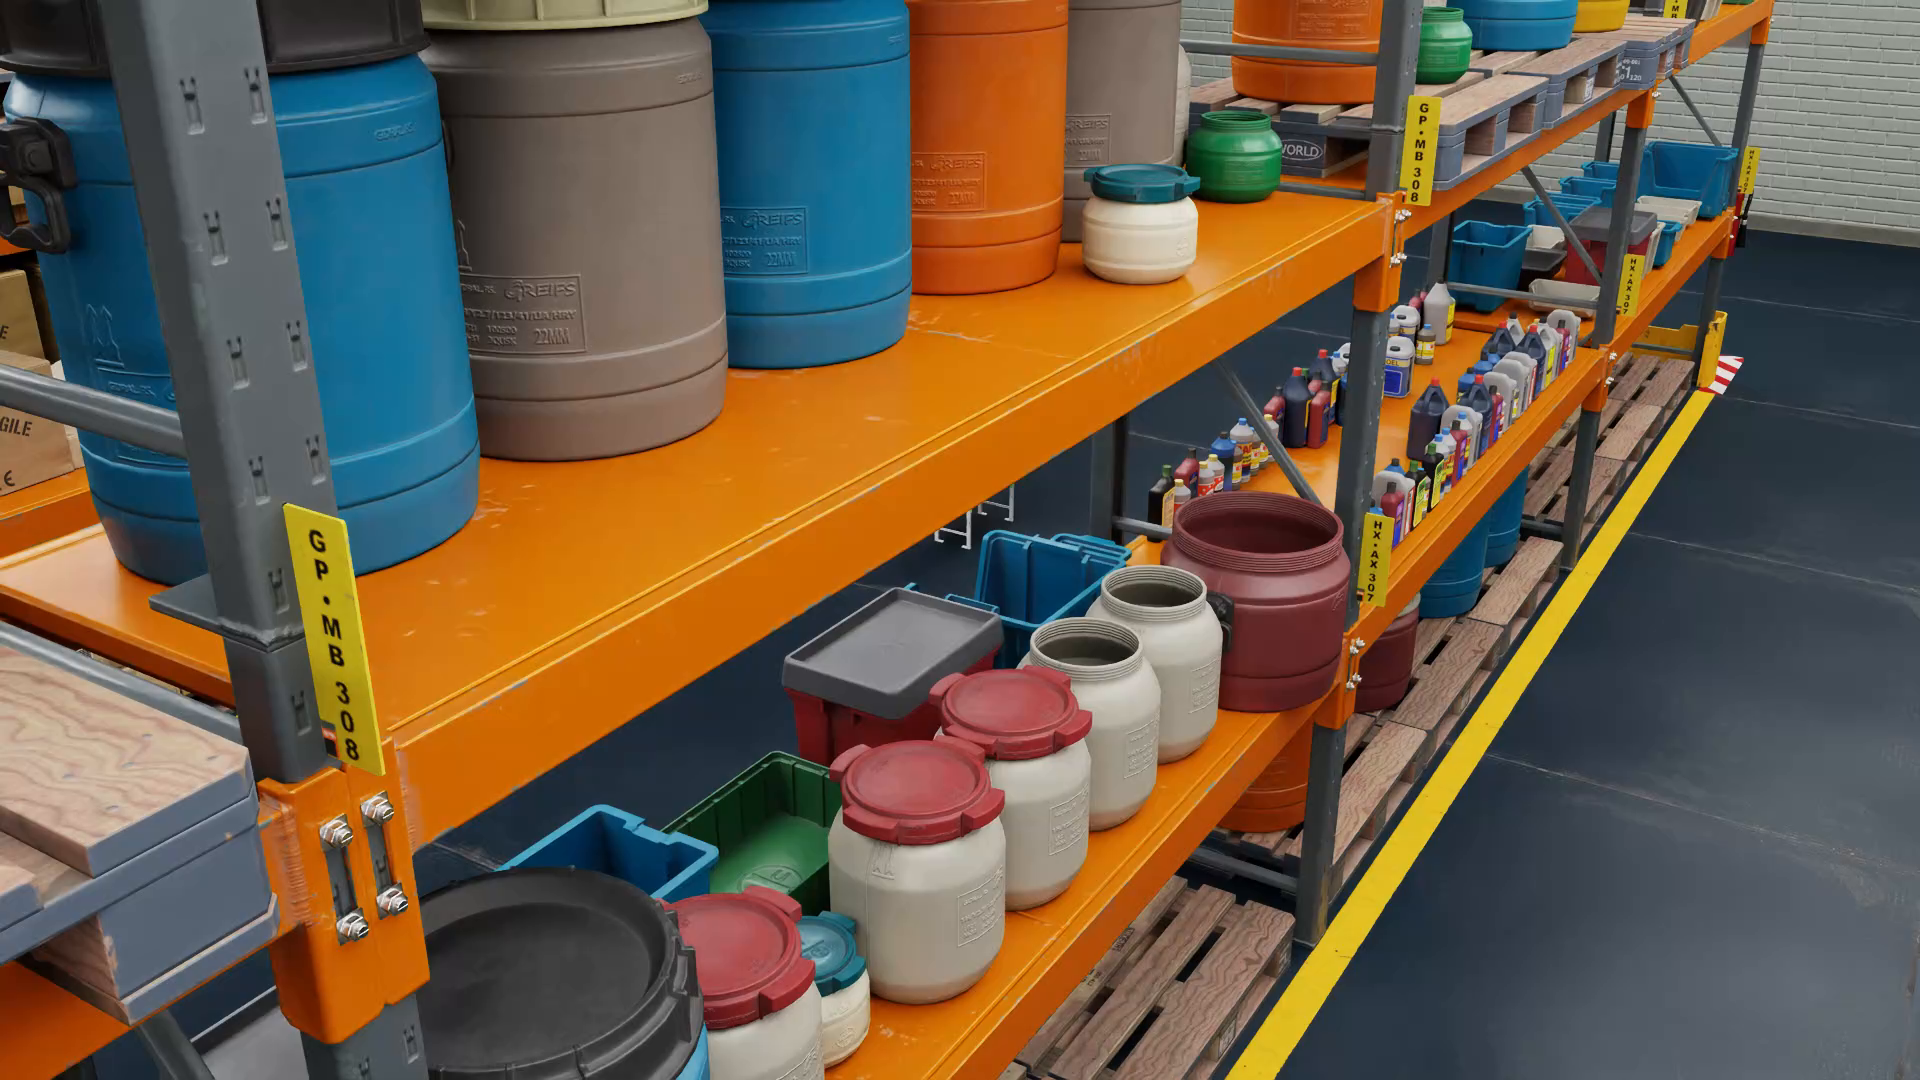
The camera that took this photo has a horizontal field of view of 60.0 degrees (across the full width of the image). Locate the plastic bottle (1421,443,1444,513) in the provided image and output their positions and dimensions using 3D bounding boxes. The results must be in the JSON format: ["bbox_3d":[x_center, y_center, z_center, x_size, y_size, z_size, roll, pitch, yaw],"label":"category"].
[{"bbox_3d":[1.908,-0.264,6.732,0.061,0.283,0.133,14,27,29],"label":"plastic bottle"}]

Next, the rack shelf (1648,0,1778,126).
[{"bbox_3d":[4.095,-3.041,10.130,1.077,0.370,4.000,14,27,29],"label":"rack shelf"}]

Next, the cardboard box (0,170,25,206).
[{"bbox_3d":[-6.729,-2.523,11.276,0.500,0.500,0.500,15,28,31],"label":"cardboard box"}]

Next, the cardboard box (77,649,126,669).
[{"bbox_3d":[-3.881,0.377,7.329,0.500,0.311,0.500,14,27,29],"label":"cardboard box"}]

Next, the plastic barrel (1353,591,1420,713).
[{"bbox_3d":[1.769,0.394,7.571,0.600,0.588,0.708,14,27,29],"label":"plastic barrel"}]

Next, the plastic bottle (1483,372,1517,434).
[{"bbox_3d":[2.454,-0.645,7.621,0.152,0.276,0.135,14,27,29],"label":"plastic bottle"}]

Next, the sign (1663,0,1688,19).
[{"bbox_3d":[3.506,-2.585,8.158,0.100,0.325,0.005,14,27,29],"label":"sign"}]

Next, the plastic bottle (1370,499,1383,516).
[{"bbox_3d":[1.517,-0.023,6.188,0.097,0.271,0.097,0,23,0],"label":"plastic bottle"}]

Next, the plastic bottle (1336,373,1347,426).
[{"bbox_3d":[1.796,-0.664,7.671,0.097,0.271,0.097,0,23,0],"label":"plastic bottle"}]

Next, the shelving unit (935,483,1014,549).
[{"bbox_3d":[0.087,-0.606,9.641,0.258,1.200,0.503,14,27,29],"label":"shelving unit"}]

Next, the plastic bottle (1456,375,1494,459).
[{"bbox_3d":[2.252,-0.547,7.299,0.144,0.351,0.185,14,27,29],"label":"plastic bottle"}]

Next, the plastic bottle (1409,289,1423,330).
[{"bbox_3d":[2.413,-1.187,8.863,0.061,0.283,0.133,14,27,29],"label":"plastic bottle"}]

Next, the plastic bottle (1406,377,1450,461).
[{"bbox_3d":[2.051,-0.533,7.268,0.144,0.351,0.185,14,27,29],"label":"plastic bottle"}]

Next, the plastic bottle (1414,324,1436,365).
[{"bbox_3d":[2.395,-1.009,8.555,0.097,0.201,0.097,0,23,0],"label":"plastic bottle"}]

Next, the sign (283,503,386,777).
[{"bbox_3d":[-0.719,0.118,1.914,0.100,0.325,0.005,14,27,29],"label":"sign"}]

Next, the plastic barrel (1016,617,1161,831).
[{"bbox_3d":[0.346,0.513,4.649,0.421,0.512,0.421,0,23,0],"label":"plastic barrel"}]

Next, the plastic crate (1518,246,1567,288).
[{"bbox_3d":[3.402,-1.655,10.069,0.437,0.125,0.590,14,27,29],"label":"plastic crate"}]

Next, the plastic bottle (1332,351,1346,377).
[{"bbox_3d":[1.777,-0.760,7.893,0.097,0.271,0.097,0,23,0],"label":"plastic bottle"}]

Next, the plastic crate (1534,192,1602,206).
[{"bbox_3d":[4.045,-2.162,11.104,0.416,0.233,0.300,14,27,29],"label":"plastic crate"}]

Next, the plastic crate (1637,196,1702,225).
[{"bbox_3d":[4.873,-2.263,11.459,0.396,0.136,0.243,14,27,29],"label":"plastic crate"}]

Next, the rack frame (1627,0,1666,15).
[{"bbox_3d":[3.040,-4.073,7.832,1.000,3.000,0.127,14,27,29],"label":"rack frame"}]

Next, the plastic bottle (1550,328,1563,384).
[{"bbox_3d":[2.914,-0.939,8.299,0.152,0.276,0.135,14,27,29],"label":"plastic bottle"}]

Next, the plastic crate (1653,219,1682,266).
[{"bbox_3d":[4.284,-1.874,10.438,0.416,0.233,0.300,14,27,29],"label":"plastic crate"}]

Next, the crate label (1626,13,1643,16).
[{"bbox_3d":[3.543,-2.680,8.721,0.293,0.136,0.466,14,27,29],"label":"crate label"}]

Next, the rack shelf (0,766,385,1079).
[{"bbox_3d":[-2.235,1.009,0.774,1.077,0.370,4.000,14,27,29],"label":"rack shelf"}]

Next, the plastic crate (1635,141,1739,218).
[{"bbox_3d":[5.132,-2.562,11.772,0.616,0.435,0.499,14,27,29],"label":"plastic crate"}]

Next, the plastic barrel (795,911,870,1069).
[{"bbox_3d":[-0.352,1.029,3.771,0.301,0.262,0.301,0,23,0],"label":"plastic barrel"}]

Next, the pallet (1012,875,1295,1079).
[{"bbox_3d":[0.488,1.563,5.874,1.003,0.211,1.213,14,27,29],"label":"pallet"}]

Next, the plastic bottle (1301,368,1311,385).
[{"bbox_3d":[1.551,-0.635,7.589,0.061,0.283,0.133,14,27,29],"label":"plastic bottle"}]

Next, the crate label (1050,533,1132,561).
[{"bbox_3d":[0.389,0.171,5.791,0.303,0.233,0.416,14,27,29],"label":"crate label"}]

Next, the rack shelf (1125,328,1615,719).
[{"bbox_3d":[1.985,-0.315,7.607,1.077,0.370,4.000,14,27,29],"label":"rack shelf"}]

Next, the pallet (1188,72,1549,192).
[{"bbox_3d":[1.416,-1.497,5.895,1.003,0.211,1.213,14,27,29],"label":"pallet"}]

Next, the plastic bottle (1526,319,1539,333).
[{"bbox_3d":[2.991,-1.048,8.645,0.097,0.201,0.097,0,23,0],"label":"plastic bottle"}]

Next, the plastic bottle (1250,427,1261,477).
[{"bbox_3d":[1.235,-0.382,7.107,0.097,0.201,0.097,0,23,0],"label":"plastic bottle"}]

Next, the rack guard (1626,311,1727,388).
[{"bbox_3d":[5.151,-1.534,12.664,1.175,0.500,0.348,14,27,29],"label":"rack guard"}]

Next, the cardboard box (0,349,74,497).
[{"bbox_3d":[-4.148,-0.485,6.970,0.500,0.500,0.500,12,26,26],"label":"cardboard box"}]

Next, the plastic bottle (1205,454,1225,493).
[{"bbox_3d":[1.030,-0.251,6.803,0.097,0.201,0.097,0,23,0],"label":"plastic bottle"}]

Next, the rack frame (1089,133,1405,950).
[{"bbox_3d":[0.930,0.030,5.905,1.000,3.000,0.127,14,27,29],"label":"rack frame"}]

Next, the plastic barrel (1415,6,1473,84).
[{"bbox_3d":[1.684,-1.777,5.971,0.294,0.245,0.294,0,23,0],"label":"plastic barrel"}]

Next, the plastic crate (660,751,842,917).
[{"bbox_3d":[-0.501,0.830,4.323,0.450,0.188,0.662,14,27,29],"label":"plastic crate"}]

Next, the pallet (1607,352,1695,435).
[{"bbox_3d":[4.682,-1.120,12.072,1.003,0.211,1.213,14,27,29],"label":"pallet"}]

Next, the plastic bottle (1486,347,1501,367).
[{"bbox_3d":[2.532,-0.786,7.953,0.097,0.271,0.097,0,23,0],"label":"plastic bottle"}]

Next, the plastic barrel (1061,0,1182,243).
[{"bbox_3d":[0.312,-1.345,4.674,0.600,0.901,0.600,0,23,0],"label":"plastic barrel"}]

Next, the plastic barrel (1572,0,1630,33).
[{"bbox_3d":[2.731,-2.625,7.497,0.600,0.588,0.600,0,23,0],"label":"plastic barrel"}]

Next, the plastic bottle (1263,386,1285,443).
[{"bbox_3d":[1.383,-0.528,7.341,0.061,0.283,0.133,14,27,29],"label":"plastic bottle"}]

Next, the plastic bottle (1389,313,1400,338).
[{"bbox_3d":[2.194,-1.028,8.510,0.097,0.271,0.097,0,23,0],"label":"plastic bottle"}]

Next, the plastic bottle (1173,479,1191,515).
[{"bbox_3d":[0.857,-0.140,6.547,0.097,0.201,0.097,0,23,0],"label":"plastic bottle"}]

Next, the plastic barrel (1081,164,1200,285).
[{"bbox_3d":[0.457,-0.805,4.232,0.301,0.262,0.301,0,23,0],"label":"plastic barrel"}]

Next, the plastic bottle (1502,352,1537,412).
[{"bbox_3d":[2.648,-0.769,7.906,0.152,0.276,0.135,14,27,29],"label":"plastic bottle"}]

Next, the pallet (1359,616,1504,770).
[{"bbox_3d":[1.954,0.625,8.041,1.003,0.211,1.213,14,27,29],"label":"pallet"}]

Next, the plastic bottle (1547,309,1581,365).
[{"bbox_3d":[3.106,-1.062,8.584,0.152,0.276,0.135,14,27,29],"label":"plastic bottle"}]

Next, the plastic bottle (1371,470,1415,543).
[{"bbox_3d":[1.677,-0.147,6.471,0.152,0.276,0.135,14,27,29],"label":"plastic bottle"}]

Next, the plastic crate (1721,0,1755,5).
[{"bbox_3d":[4.872,-3.557,10.681,0.450,0.188,0.336,14,27,29],"label":"plastic crate"}]

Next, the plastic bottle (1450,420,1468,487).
[{"bbox_3d":[2.081,-0.375,6.988,0.061,0.283,0.133,14,27,29],"label":"plastic bottle"}]

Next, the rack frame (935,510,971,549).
[{"bbox_3d":[-0.041,-0.524,9.450,0.240,1.200,0.015,14,27,29],"label":"rack frame"}]

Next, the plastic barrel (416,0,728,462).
[{"bbox_3d":[-0.751,-0.664,3.102,0.600,0.901,0.600,0,23,0],"label":"plastic barrel"}]

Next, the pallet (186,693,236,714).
[{"bbox_3d":[-3.744,0.540,8.237,1.003,0.211,1.213,14,27,29],"label":"pallet"}]
